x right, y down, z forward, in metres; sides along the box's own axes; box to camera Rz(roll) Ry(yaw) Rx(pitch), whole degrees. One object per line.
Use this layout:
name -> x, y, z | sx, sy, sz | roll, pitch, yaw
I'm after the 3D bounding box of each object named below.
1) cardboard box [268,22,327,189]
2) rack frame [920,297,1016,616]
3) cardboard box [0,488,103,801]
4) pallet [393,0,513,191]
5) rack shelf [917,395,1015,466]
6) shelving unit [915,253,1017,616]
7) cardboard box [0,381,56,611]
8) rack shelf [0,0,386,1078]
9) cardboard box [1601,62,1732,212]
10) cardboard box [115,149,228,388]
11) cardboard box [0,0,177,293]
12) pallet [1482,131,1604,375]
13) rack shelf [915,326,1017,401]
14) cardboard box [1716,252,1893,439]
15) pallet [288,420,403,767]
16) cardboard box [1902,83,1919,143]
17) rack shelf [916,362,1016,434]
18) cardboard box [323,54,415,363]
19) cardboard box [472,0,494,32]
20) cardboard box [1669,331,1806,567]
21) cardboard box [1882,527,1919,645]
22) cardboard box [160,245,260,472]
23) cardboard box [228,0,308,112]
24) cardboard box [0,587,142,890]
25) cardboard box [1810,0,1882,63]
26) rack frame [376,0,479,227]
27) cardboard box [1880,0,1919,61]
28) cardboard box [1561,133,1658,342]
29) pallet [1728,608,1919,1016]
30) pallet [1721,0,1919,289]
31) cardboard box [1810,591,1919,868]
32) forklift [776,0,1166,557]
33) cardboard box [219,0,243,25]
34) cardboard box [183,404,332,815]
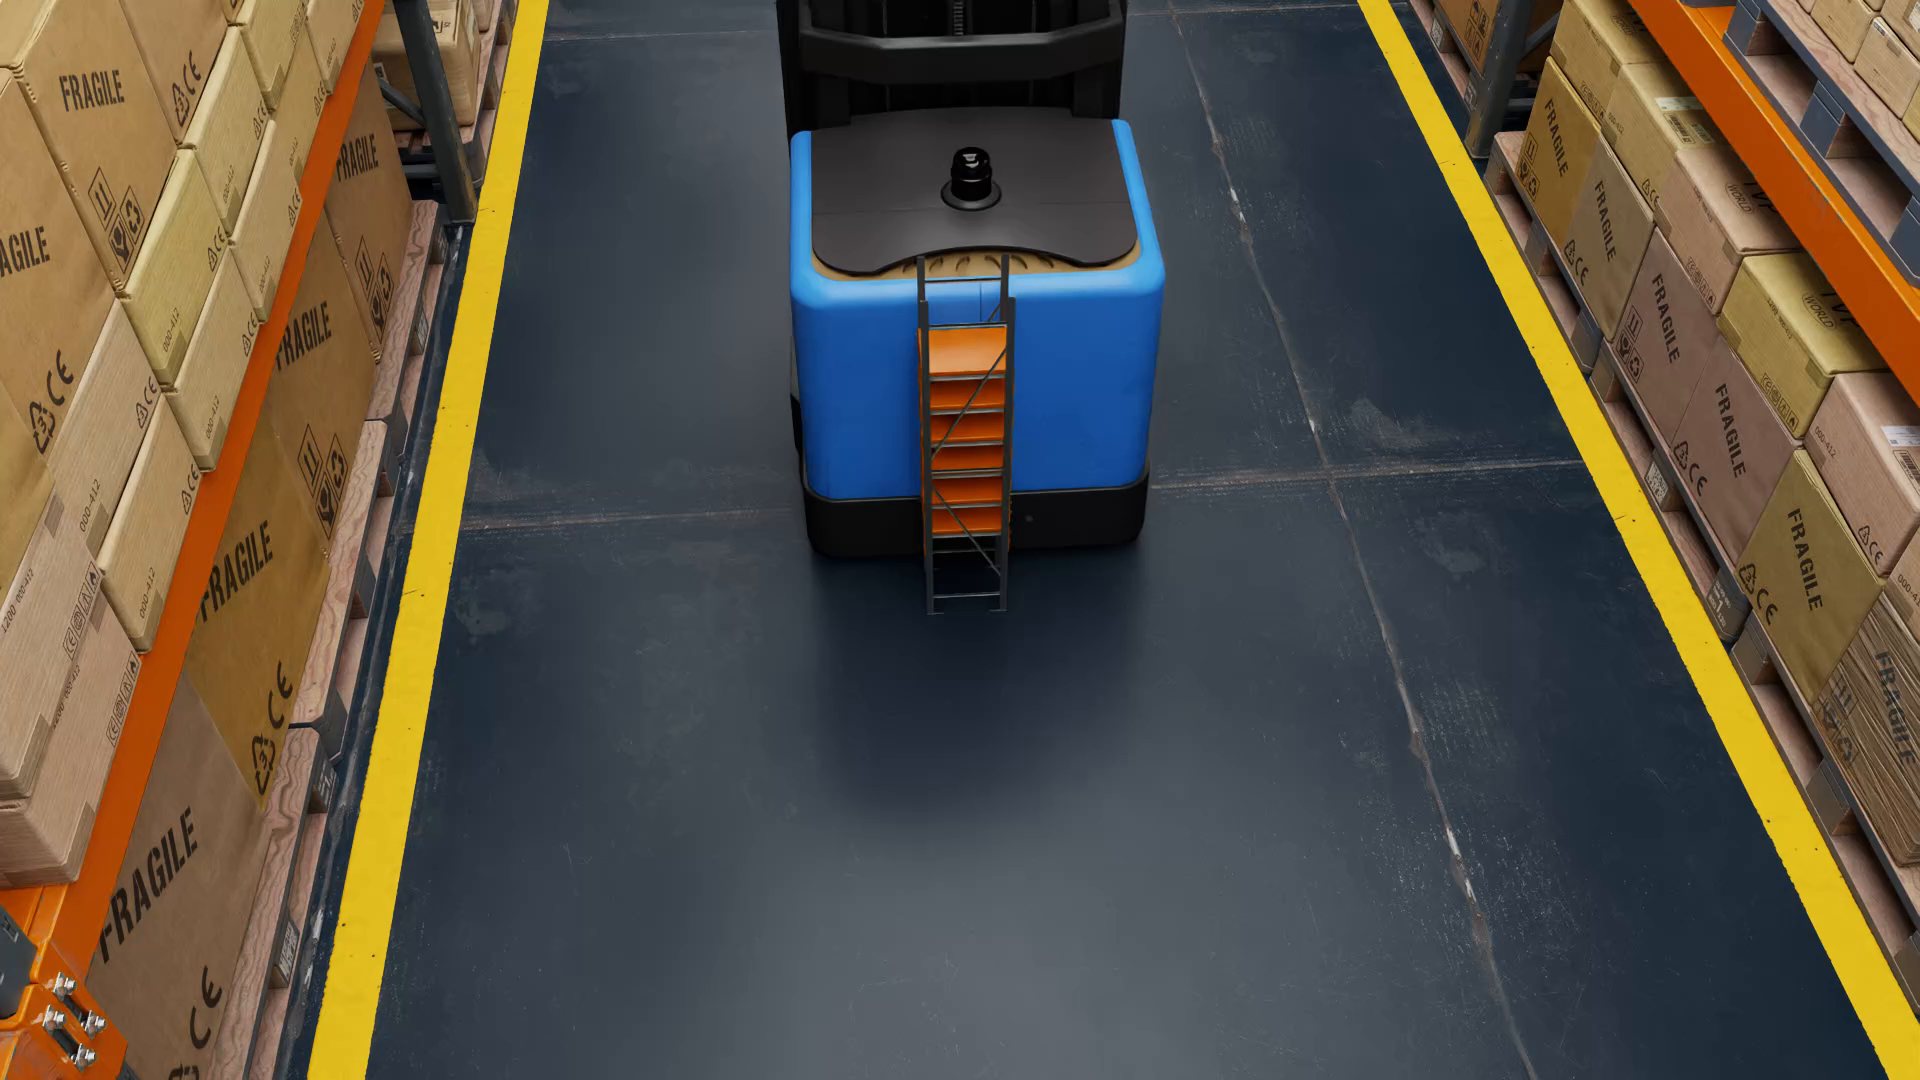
cardboard box -> -1.983, -1.123, 4.351 | 0.500, 0.250, 0.500 | -4, 47, -4
rack frame -> 0.020, -0.191, 4.604 | 0.240, 1.200, 0.006 | -3, 47, -3
cardboard box -> -1.790, 0.180, 2.773 | 0.500, 0.250, 0.500 | -5, 47, -4
pallet -> -2.433, -1.865, 6.871 | 1.003, 0.211, 1.213 | -3, 47, -3
rack shelf -> 0.014, -0.309, 4.612 | 0.258, 0.103, 0.180 | -3, 47, -3
shelving unit -> 0.014, -0.257, 4.667 | 0.258, 1.200, 0.189 | -3, 47, -3
cardboard box -> -1.784, -0.079, 2.501 | 0.500, 0.500, 0.500 | -3, 47, -3
rack shelf -> -2.202, -0.564, 4.214 | 1.077, 0.370, 4.000 | -3, 47, -3
cardboard box -> 2.414, -1.295, 5.326 | 0.500, 0.250, 0.500 | -4, 47, -4
cardboard box -> -1.877, -0.563, 3.476 | 0.500, 0.250, 0.500 | -3, 47, -3
cardboard box -> -1.894, -0.808, 3.192 | 0.500, 0.500, 0.500 | -5, 47, -4
pallet -> 2.619, -1.108, 6.154 | 1.003, 0.211, 1.213 | -3, 47, -3
rack shelf -> 0.014, -0.474, 4.438 | 0.258, 0.103, 0.180 | -3, 47, -3
cardboard box -> 2.488, -0.559, 4.629 | 0.500, 0.250, 0.500 | -5, 47, -5
pallet -> -2.279, 0.156, 4.957 | 1.003, 0.211, 1.213 | -3, 47, -3
cardboard box -> 2.547, -1.014, 4.028 | 0.380, 0.149, 0.250 | -2, 47, -2
rack shelf -> 0.014, -0.392, 4.525 | 0.258, 0.103, 0.180 | -3, 47, -3
cardboard box -> -2.394, -1.168, 5.464 | 0.875, 0.875, 0.875 | -4, 47, -4
cardboard box -> -2.476, -2.442, 7.018 | 0.950, 0.372, 0.625 | -4, 47, -4
cardboard box -> 2.496, -0.286, 4.887 | 0.500, 0.500, 0.500 | -4, 47, -4
cardboard box -> 2.576, 0.195, 3.915 | 0.500, 0.250, 0.500 | -5, 47, -4
cardboard box -> -1.880, -0.393, 3.660 | 0.500, 0.250, 0.500 | -4, 47, -4
cardboard box -> -1.965, -1.304, 4.178 | 0.500, 0.250, 0.500 | -5, 47, -4
cardboard box -> -1.808, 0.353, 2.953 | 0.500, 0.250, 0.500 | -4, 47, -4
cardboard box -> 2.505, -1.395, 4.389 | 0.380, 0.149, 0.250 | -3, 47, -3
rack frame -> -2.369, -2.259, 5.323 | 1.000, 3.000, 0.127 | -3, 47, -3
cardboard box -> 2.531, -1.304, 4.098 | 0.380, 0.149, 0.250 | -2, 47, -2
cardboard box -> 2.406, -1.027, 5.589 | 0.500, 0.500, 0.500 | -3, 47, -3
pallet -> 2.823, 0.657, 4.482 | 1.003, 0.211, 1.213 | -3, 47, -3
pallet -> 2.762, -1.137, 4.393 | 1.003, 0.211, 1.213 | -3, 47, -3
cardboard box -> 2.577, 0.456, 4.184 | 0.500, 0.500, 0.500 | -4, 47, -4
forklift -> -0.042, -2.023, 5.147 | 1.130, 2.935, 3.031 | -3, 47, -3
cardboard box -> -1.979, -1.548, 3.893 | 0.500, 0.500, 0.500 | -3, 47, -3
cardboard box -> -2.249, 0.125, 4.240 | 0.875, 0.875, 0.875 | -2, 47, -2
